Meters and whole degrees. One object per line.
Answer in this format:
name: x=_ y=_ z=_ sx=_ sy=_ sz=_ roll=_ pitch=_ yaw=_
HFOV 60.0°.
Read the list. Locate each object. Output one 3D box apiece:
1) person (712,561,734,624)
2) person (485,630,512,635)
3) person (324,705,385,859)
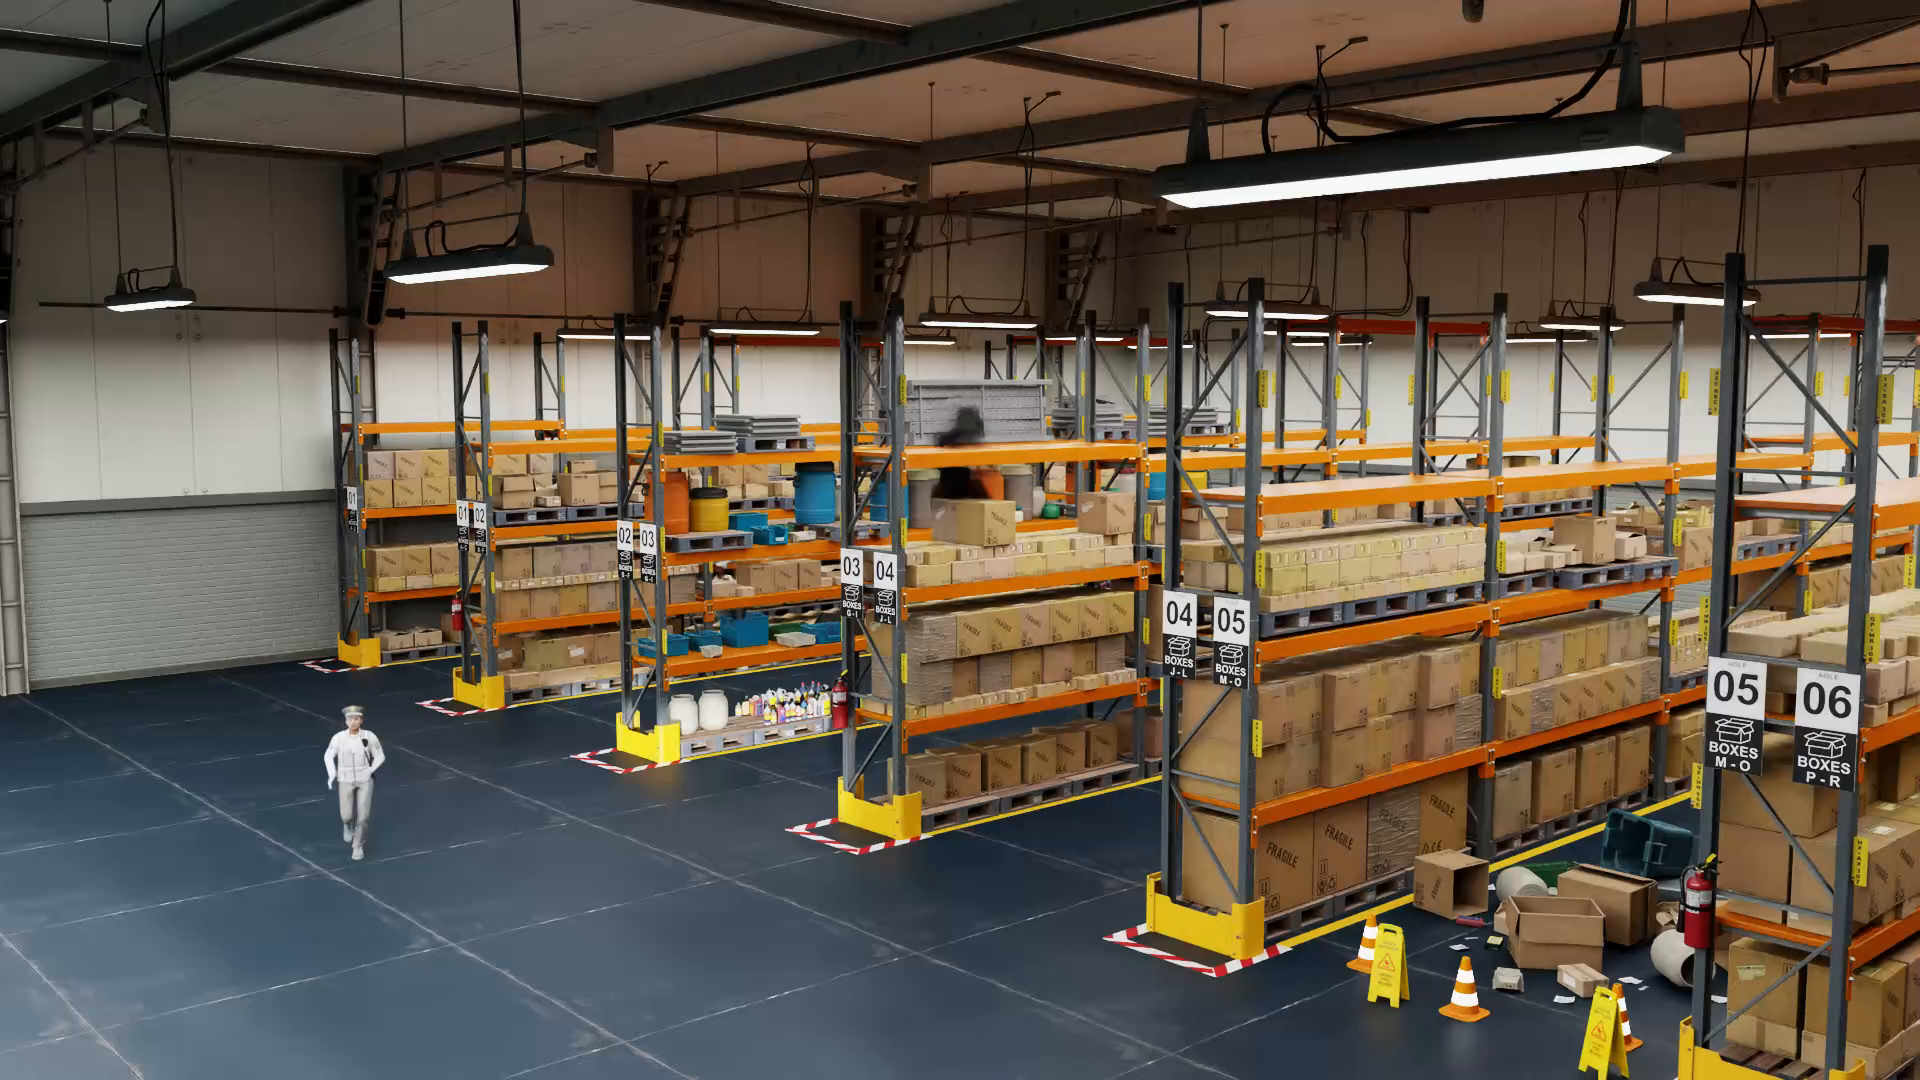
person: x=-4.473 y=1.232 z=31.153 sx=0.625 sy=1.719 sz=0.700 roll=-5 pitch=8 yaw=-43
person: x=-7.828 y=1.568 z=28.379 sx=0.623 sy=1.599 sz=0.566 roll=4 pitch=7 yaw=33
person: x=-6.494 y=2.594 z=17.857 sx=0.621 sy=1.652 sz=0.535 roll=-2 pitch=6 yaw=-18
